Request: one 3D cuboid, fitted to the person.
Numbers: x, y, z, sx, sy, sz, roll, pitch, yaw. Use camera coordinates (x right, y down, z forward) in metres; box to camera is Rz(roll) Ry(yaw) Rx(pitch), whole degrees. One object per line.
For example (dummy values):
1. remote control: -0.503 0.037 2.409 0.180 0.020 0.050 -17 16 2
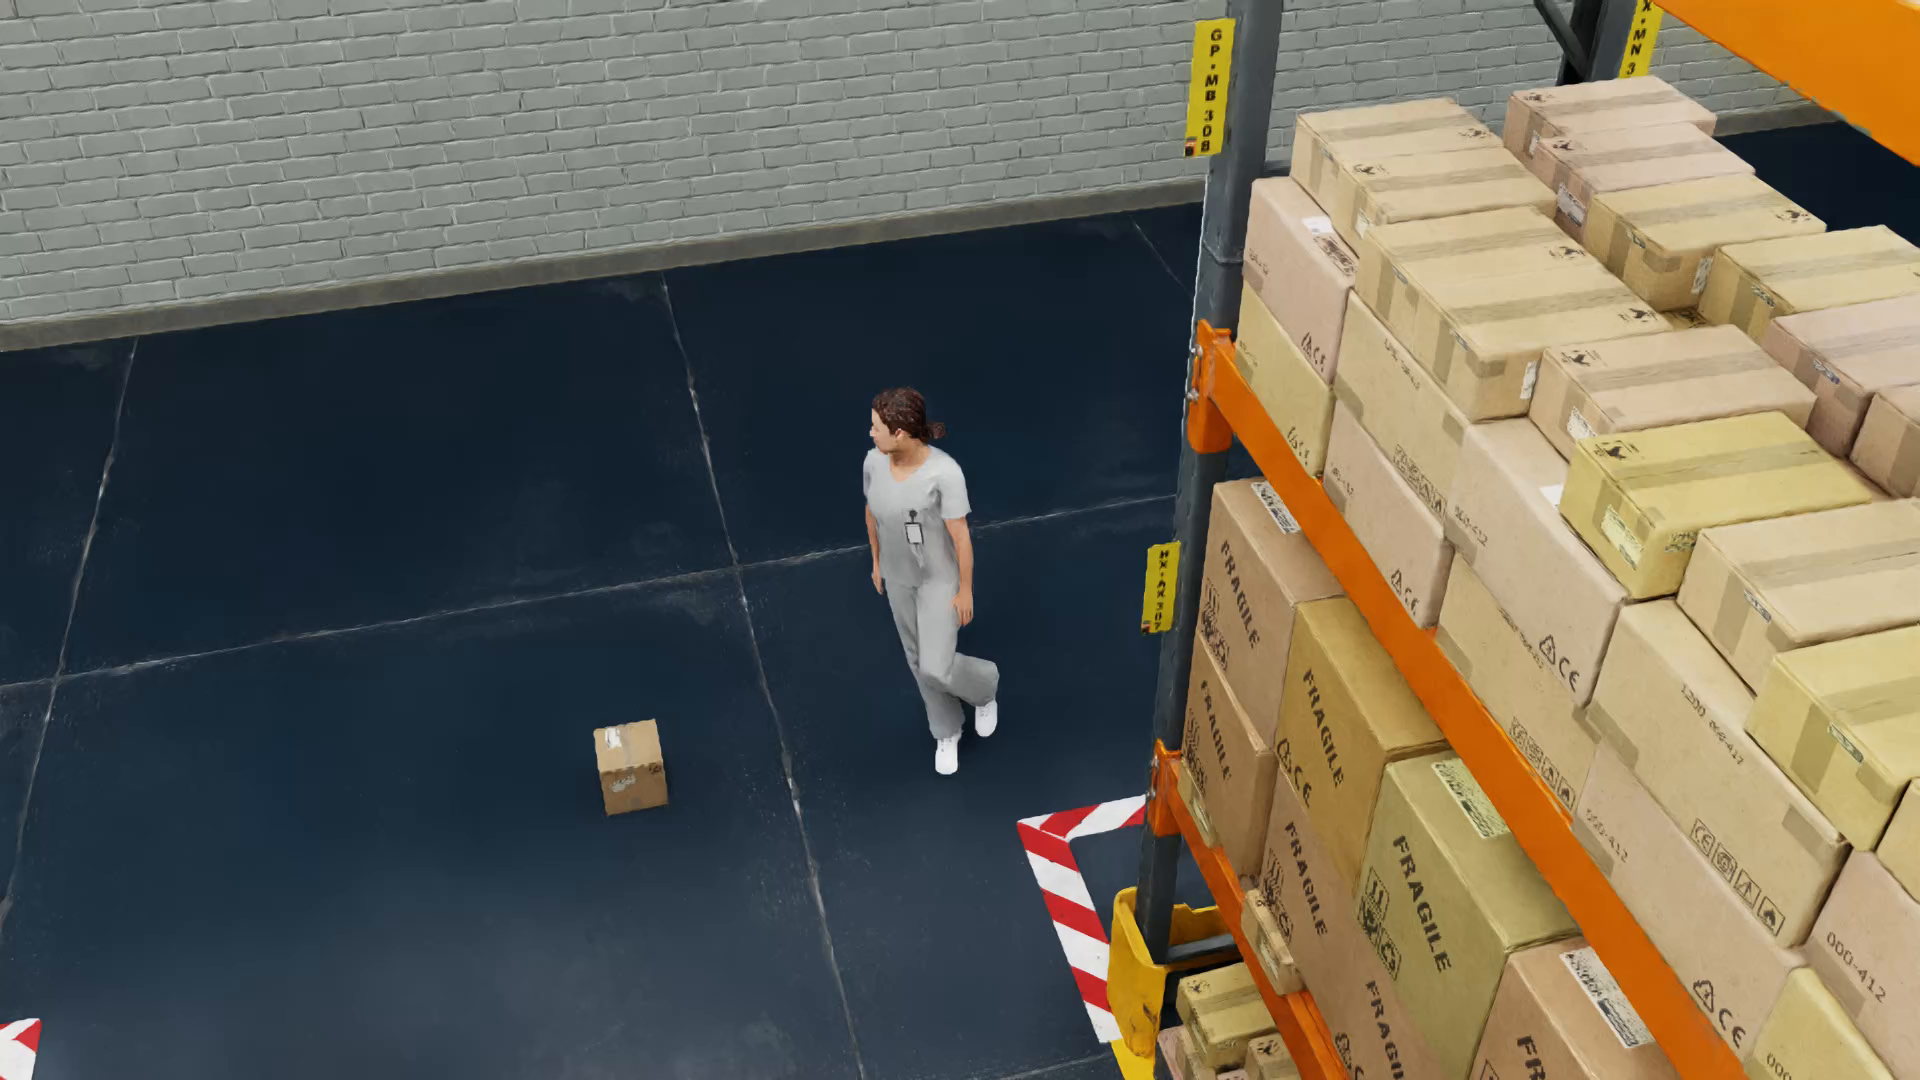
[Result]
1. person: -0.145 0.173 6.499 0.592 1.659 0.470 16 41 19
